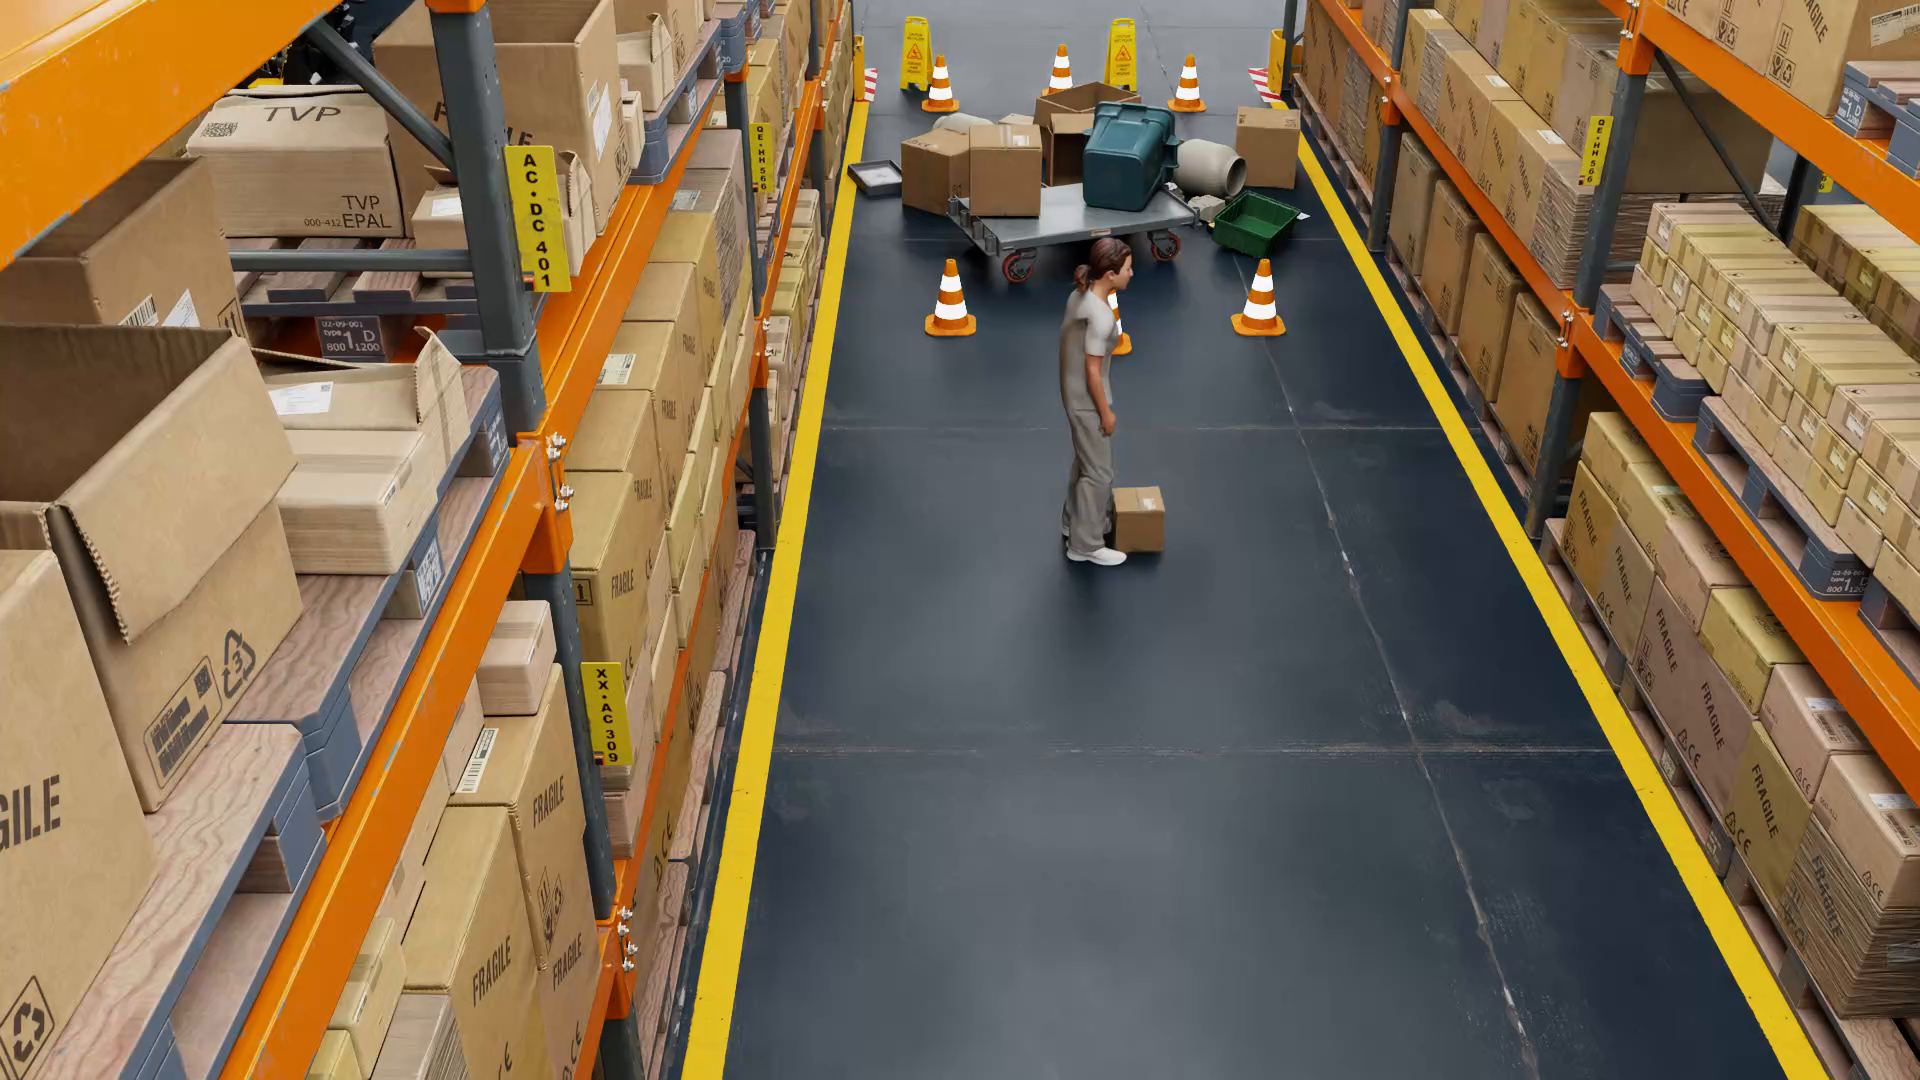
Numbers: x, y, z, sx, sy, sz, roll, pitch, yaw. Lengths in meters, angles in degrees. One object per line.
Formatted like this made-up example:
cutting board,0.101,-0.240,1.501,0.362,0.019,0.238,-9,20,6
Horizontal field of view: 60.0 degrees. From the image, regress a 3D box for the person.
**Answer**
person,0.669,-0.698,8.269,0.358,1.673,0.488,-1,32,-2
